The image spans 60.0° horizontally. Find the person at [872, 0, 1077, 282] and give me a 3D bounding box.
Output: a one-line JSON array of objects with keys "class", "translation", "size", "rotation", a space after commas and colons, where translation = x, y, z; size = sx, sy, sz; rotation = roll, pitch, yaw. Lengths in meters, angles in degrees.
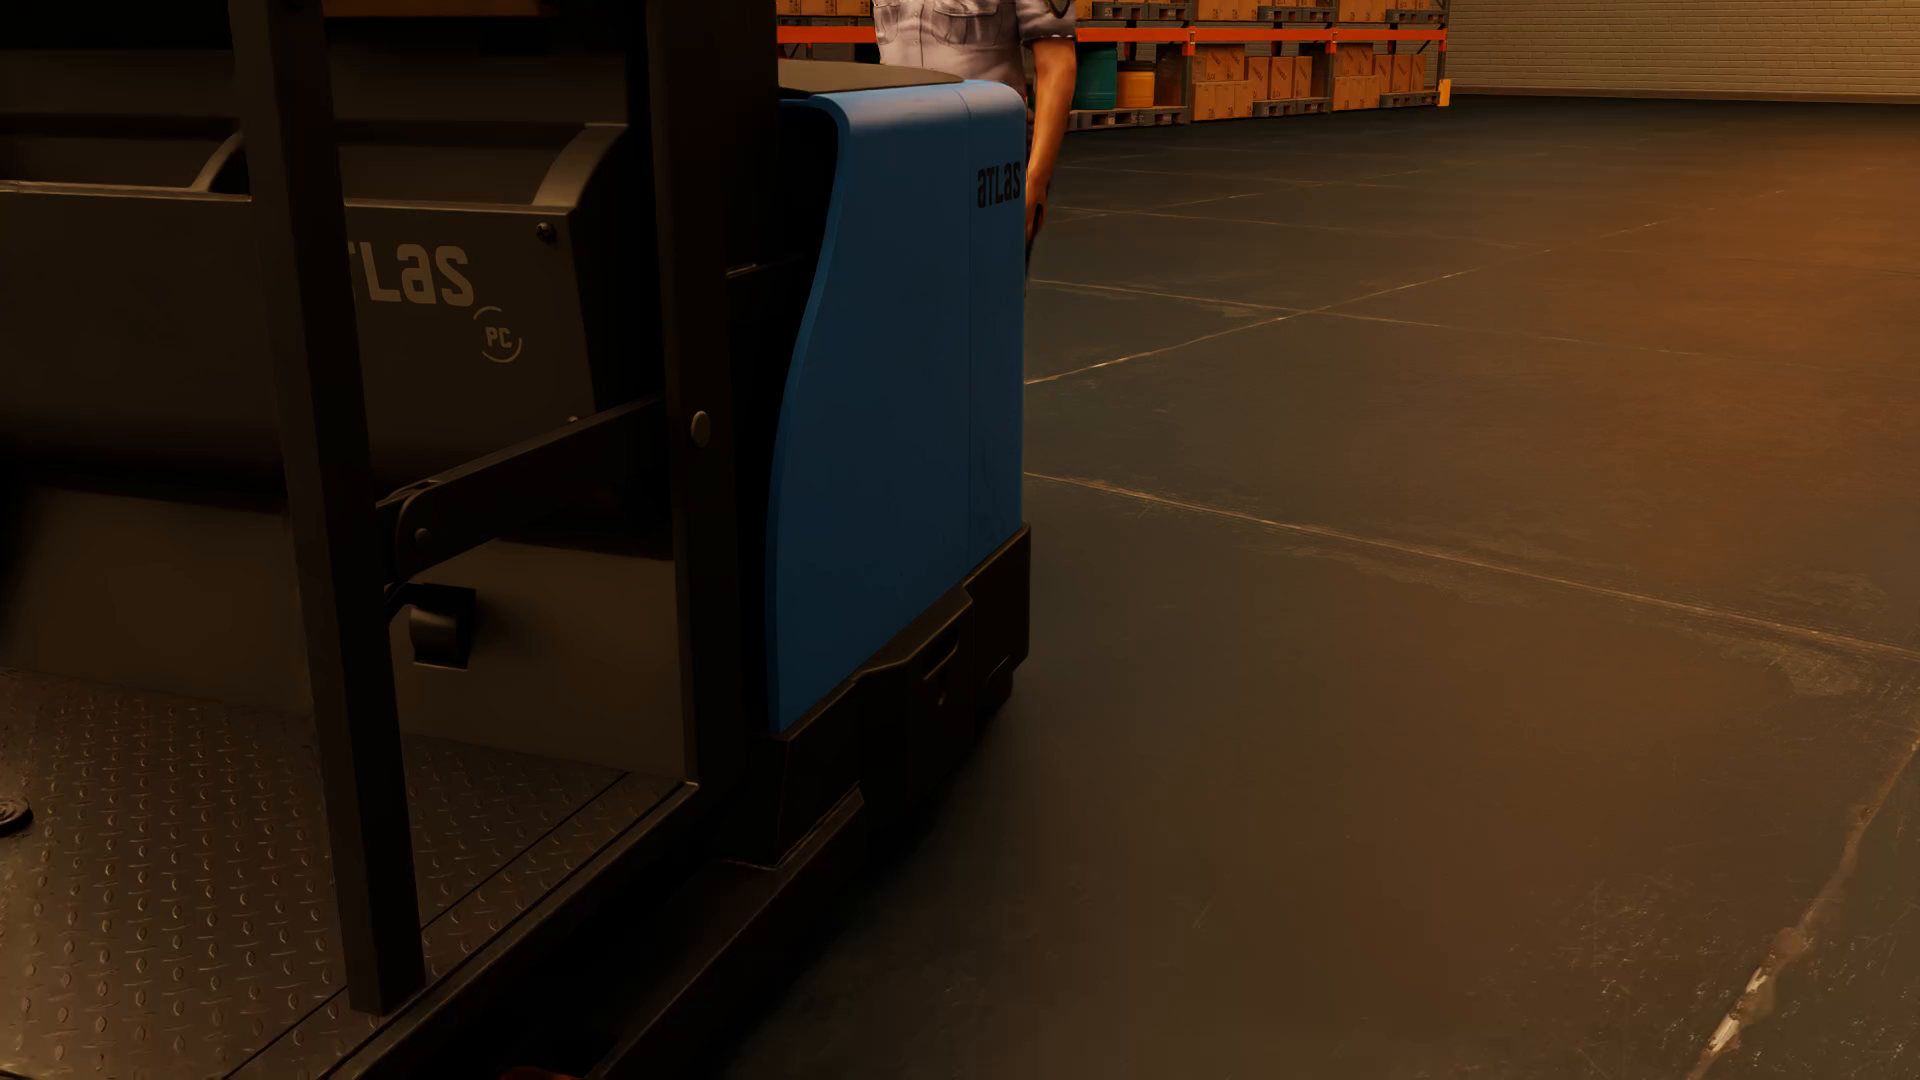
[{"class": "person", "translation": [-0.077, -0.775, 3.645], "size": [0.598, 1.653, 0.499], "rotation": [14, 22, 38]}]

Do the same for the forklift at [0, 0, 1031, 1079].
[{"class": "forklift", "translation": [-0.860, -0.790, 1.498], "size": [1.130, 2.935, 3.031], "rotation": [6, 18, 19]}]
